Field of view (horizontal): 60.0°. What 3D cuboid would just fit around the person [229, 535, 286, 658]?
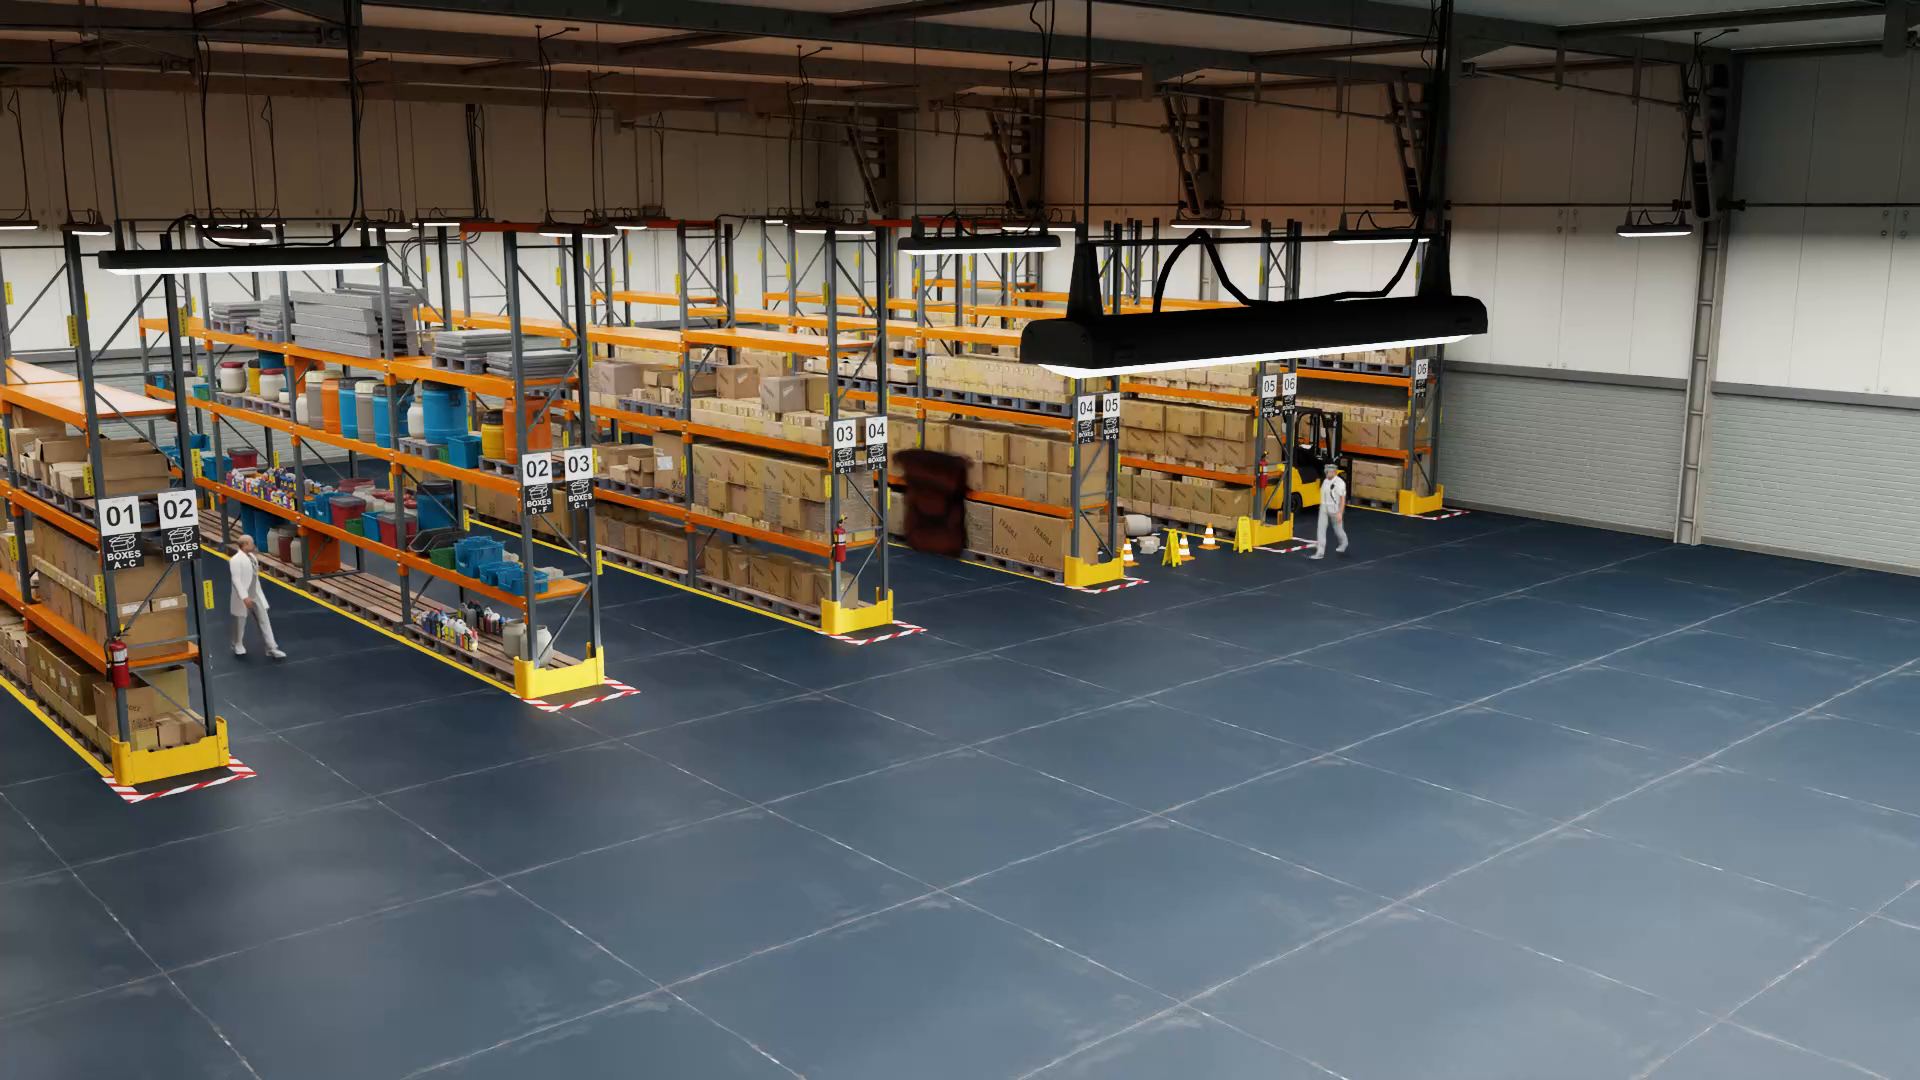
[{"bbox_3d":[-10.012,0.790,23.419,1.079,1.723,0.522,10,15,40],"label":"person"}]

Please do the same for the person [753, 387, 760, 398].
[{"bbox_3d":[-5.828,-3.807,46.337,0.615,1.727,0.970,6,13,29],"label":"person"}]

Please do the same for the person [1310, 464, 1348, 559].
[{"bbox_3d":[6.762,-0.532,30.159,0.503,1.714,1.002,7,13,29],"label":"person"}]

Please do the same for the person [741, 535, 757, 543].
[{"bbox_3d":[-3.964,-0.782,30.175,0.888,1.616,0.540,11,15,42],"label":"person"}]
